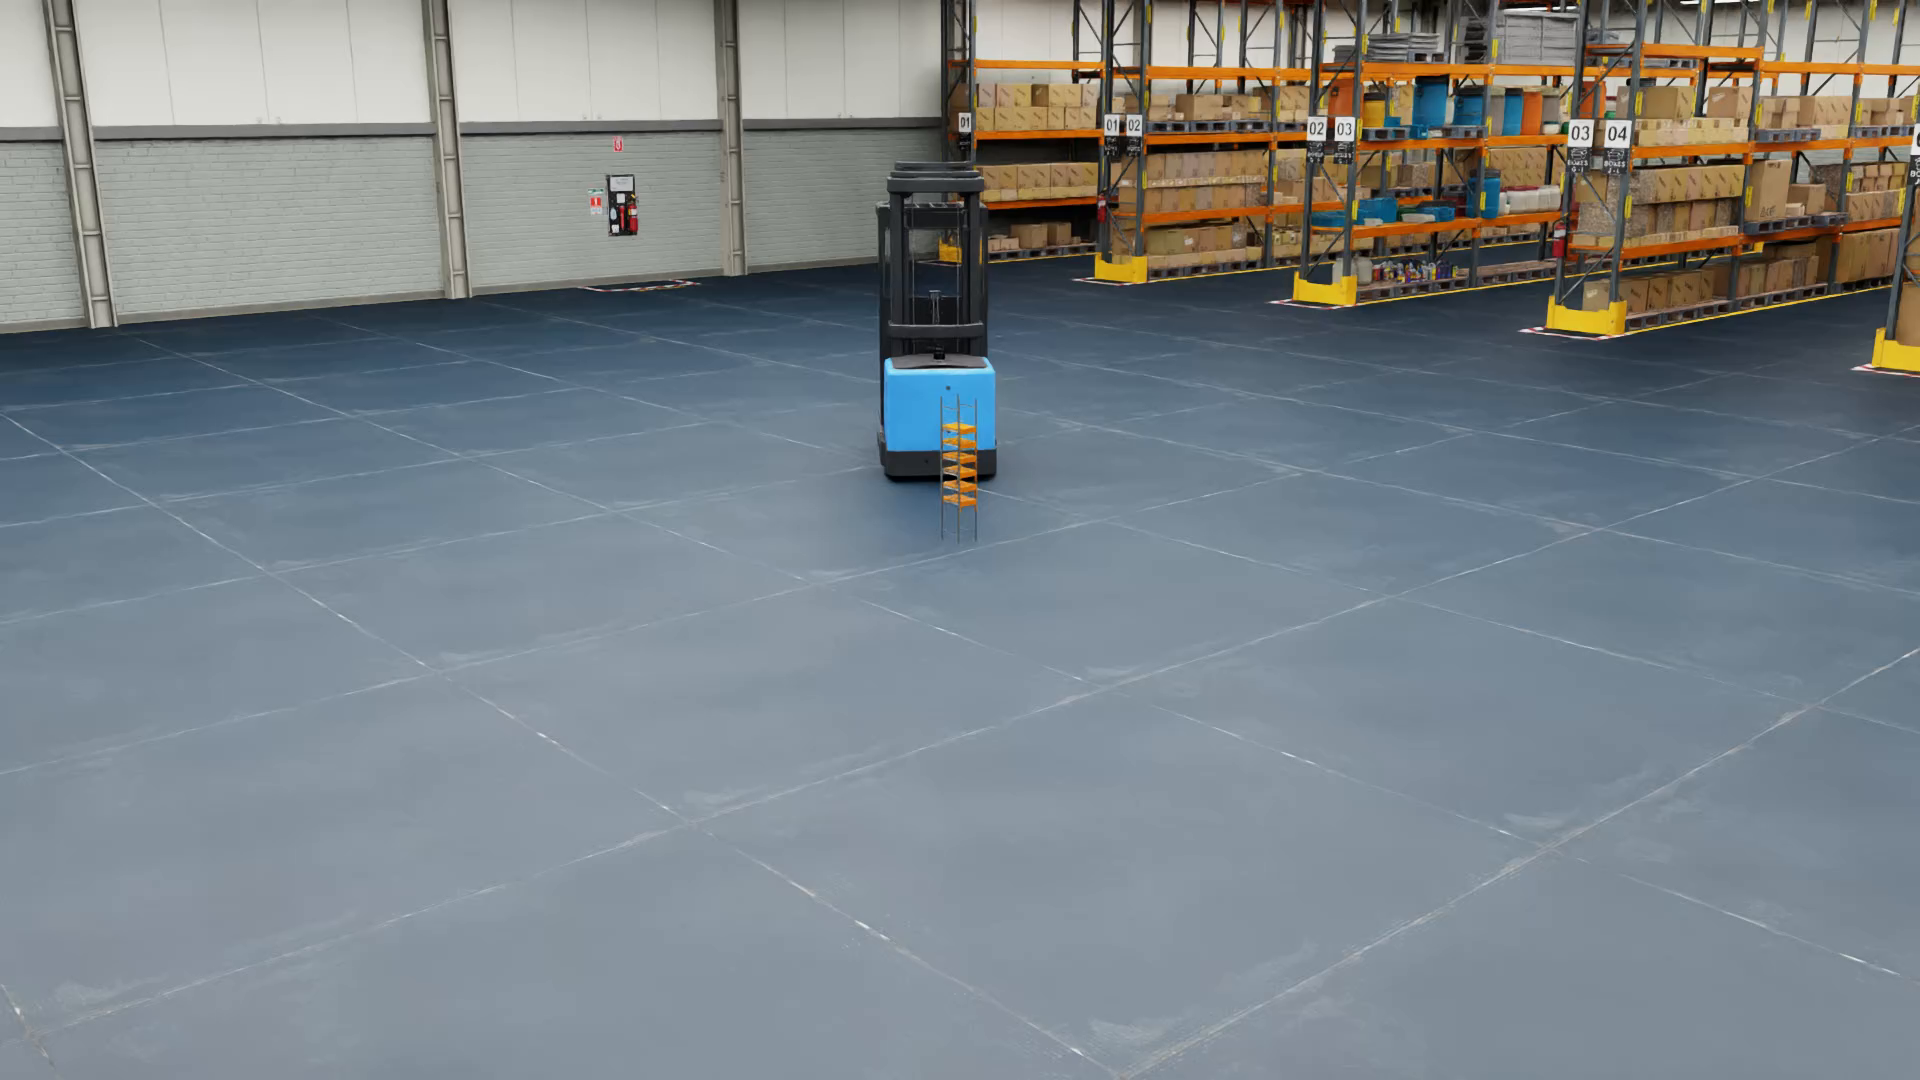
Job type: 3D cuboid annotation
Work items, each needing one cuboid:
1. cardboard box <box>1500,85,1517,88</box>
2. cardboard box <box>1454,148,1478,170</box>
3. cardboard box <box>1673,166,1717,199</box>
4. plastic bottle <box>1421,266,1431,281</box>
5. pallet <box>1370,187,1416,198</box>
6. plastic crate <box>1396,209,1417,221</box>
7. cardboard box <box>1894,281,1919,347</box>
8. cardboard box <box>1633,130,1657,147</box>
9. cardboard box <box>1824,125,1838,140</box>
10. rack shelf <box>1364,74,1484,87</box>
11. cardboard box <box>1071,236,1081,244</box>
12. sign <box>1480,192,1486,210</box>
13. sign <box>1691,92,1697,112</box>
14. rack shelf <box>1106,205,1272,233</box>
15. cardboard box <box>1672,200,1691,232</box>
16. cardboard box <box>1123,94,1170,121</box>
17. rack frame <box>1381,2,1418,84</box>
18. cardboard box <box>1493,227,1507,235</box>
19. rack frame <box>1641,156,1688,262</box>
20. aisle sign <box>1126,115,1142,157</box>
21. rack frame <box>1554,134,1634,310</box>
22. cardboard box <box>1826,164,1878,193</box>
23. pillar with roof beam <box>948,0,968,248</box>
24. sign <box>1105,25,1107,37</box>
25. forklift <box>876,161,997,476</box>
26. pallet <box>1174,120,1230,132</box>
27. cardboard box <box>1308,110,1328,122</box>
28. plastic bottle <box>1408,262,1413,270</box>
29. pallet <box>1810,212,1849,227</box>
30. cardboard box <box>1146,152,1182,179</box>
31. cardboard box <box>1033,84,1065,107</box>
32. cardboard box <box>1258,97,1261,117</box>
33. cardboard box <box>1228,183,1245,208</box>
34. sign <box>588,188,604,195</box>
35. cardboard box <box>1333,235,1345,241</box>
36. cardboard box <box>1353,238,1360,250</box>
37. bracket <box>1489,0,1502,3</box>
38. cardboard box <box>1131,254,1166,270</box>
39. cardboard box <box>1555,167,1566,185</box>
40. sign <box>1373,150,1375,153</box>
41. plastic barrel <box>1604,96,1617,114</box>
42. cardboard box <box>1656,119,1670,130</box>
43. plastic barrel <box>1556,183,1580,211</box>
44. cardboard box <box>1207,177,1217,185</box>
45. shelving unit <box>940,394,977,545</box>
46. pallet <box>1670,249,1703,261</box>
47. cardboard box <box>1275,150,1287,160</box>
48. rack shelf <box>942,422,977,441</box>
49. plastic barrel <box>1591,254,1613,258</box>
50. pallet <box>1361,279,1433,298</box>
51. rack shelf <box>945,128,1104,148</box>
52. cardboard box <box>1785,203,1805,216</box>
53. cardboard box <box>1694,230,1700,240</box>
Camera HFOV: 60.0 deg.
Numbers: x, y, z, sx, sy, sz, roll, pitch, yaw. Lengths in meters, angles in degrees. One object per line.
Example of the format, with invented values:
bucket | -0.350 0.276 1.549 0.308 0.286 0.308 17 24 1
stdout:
cardboard box | 13.084 -10.805 40.444 0.500 0.500 0.700 -13 19 -39
cardboard box | 12.483 -9.345 40.791 0.500 0.500 0.500 -13 19 -39
cardboard box | 11.824 -5.769 26.827 0.500 0.500 0.500 -13 19 -39
plastic bottle | 8.675 -4.975 30.987 0.135 0.276 0.152 -12 19 -38
pallet | 9.719 -8.036 38.392 1.003 0.211 1.213 -13 19 -39
plastic crate | 8.276 -6.080 31.109 0.662 0.188 0.450 -13 19 -39
cardboard box | 13.367 -3.037 22.610 0.875 0.875 0.875 -13 19 -39
cardboard box | 10.252 -6.123 25.340 0.500 0.250 0.500 -12 19 -38
cardboard box | 15.191 -7.232 29.492 0.500 0.250 0.500 -13 20 -40
rack shelf | 10.763 -10.696 38.525 4.000 0.370 1.077 -13 19 -39
cardboard box | 2.598 -7.033 38.905 0.380 0.166 0.250 13 20 40
sign | 9.838 -6.382 31.294 0.005 0.325 0.100 -13 19 -39
sign | 12.370 -7.390 28.025 0.005 0.325 0.100 -13 19 -39
rack shelf | 4.728 -6.636 34.174 4.000 0.370 1.077 -13 19 -39
cardboard box | 11.241 -5.262 26.867 0.500 0.500 0.875 -13 19 -39
cardboard box | 3.655 -8.511 32.702 0.637 0.503 0.797 -11 18 -36
rack frame | 12.035 -13.217 45.794 0.127 3.000 1.000 -13 19 -39
cardboard box | 13.376 -7.699 41.397 0.250 0.166 0.380 -13 19 -39
rack frame | 15.520 -7.712 36.811 0.127 3.000 1.000 -13 19 -39
aisle sign | 3.371 -7.830 32.213 0.004 0.787 0.394 -13 19 -39
rack frame | 9.719 -4.715 25.591 0.127 3.000 1.000 -13 19 -39
cardboard box | 16.810 -6.834 31.385 0.637 0.503 0.797 -12 19 -38
pillar with roof beam | 2.751 -9.956 33.584 0.400 9.000 9.100 -13 19 -39
sign | 3.324 -11.565 37.646 0.005 0.325 0.100 -13 19 -39
forklift | -0.286 -2.350 16.868 1.130 2.935 3.031 -1 15 -4
pallet | 4.690 -8.373 33.645 1.213 0.211 1.003 -13 19 -39
cardboard box | 7.719 -9.214 36.096 0.500 0.250 0.500 14 20 42
plastic bottle | 8.574 -5.148 31.643 0.097 0.271 0.097 0 15 0
pallet | 15.287 -5.836 30.159 1.003 0.211 1.213 -13 19 -39
cardboard box | 4.013 -7.495 33.290 0.500 0.500 0.700 -13 20 -41
cardboard box | 1.988 -9.953 37.217 0.500 0.500 0.500 -14 20 -41
cardboard box | 7.484 -11.044 42.425 0.500 0.500 0.700 -13 20 -39
cardboard box | 5.512 -7.203 34.712 0.500 0.500 0.700 -13 20 -40
sign | -6.966 -6.666 31.799 0.331 0.109 0.001 -13 19 -39
cardboard box | 8.250 -6.834 36.951 0.500 0.311 0.500 -13 20 -40
cardboard box | 8.631 -6.650 37.346 0.500 0.250 0.500 -13 20 -40
bracket | 15.838 -15.985 49.180 0.430 0.232 0.235 -13 19 -39
cardboard box | 3.770 -5.567 33.292 0.500 0.250 0.500 -13 19 -39
cardboard box | 15.130 -9.274 42.465 0.500 0.500 0.500 -12 19 -38
sign | 11.675 -10.884 46.855 0.005 0.325 0.100 -13 19 -39
plastic barrel | 13.741 -9.082 35.049 0.433 0.535 0.433 0 15 0
cardboard box | 10.700 -6.410 25.642 0.250 0.149 0.380 -12 19 -37
plastic barrel | 12.352 -6.963 33.741 0.708 0.536 0.600 -13 19 -39
cardboard box | 5.015 -7.336 33.950 0.250 0.149 0.380 -12 19 -38
shelving unit | -0.011 -0.577 13.586 0.189 1.200 0.258 -13 19 -39
pallet | 16.050 -6.497 37.665 1.213 0.211 1.003 -13 19 -39
cardboard box | 8.056 -9.905 42.757 0.500 0.250 0.500 -12 19 -38
rack shelf | -0.011 -0.882 13.505 0.180 0.103 0.258 -13 19 -39
plastic barrel | 13.713 -6.350 35.570 0.708 0.588 0.600 -13 19 -39
pallet | 8.031 -4.697 30.924 1.213 0.211 1.003 -13 19 -39
rack shelf | 1.473 -9.049 37.395 4.000 0.370 1.077 -13 19 -39
cardboard box | 14.674 -5.873 29.373 0.258 0.266 0.396 -13 20 -41
cardboard box | 11.792 -4.976 27.053 0.250 0.149 0.380 -13 19 -39
